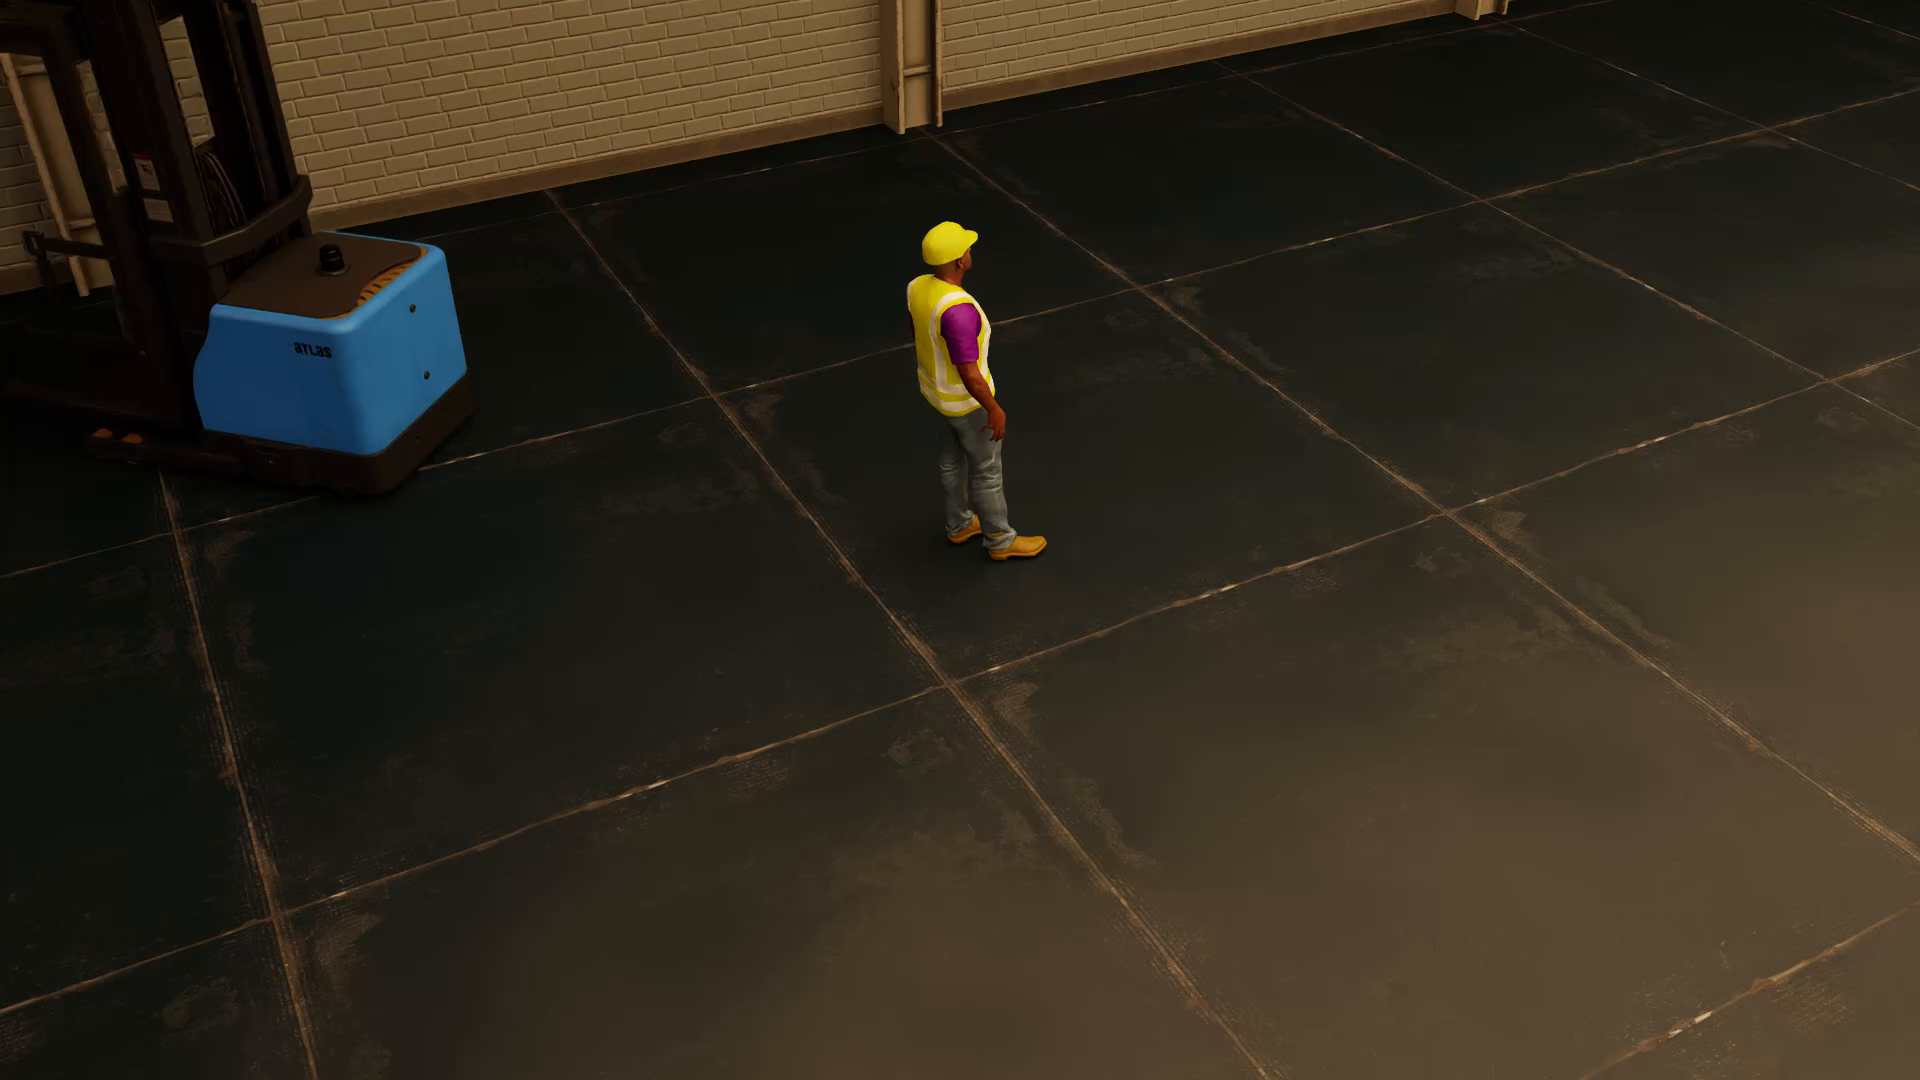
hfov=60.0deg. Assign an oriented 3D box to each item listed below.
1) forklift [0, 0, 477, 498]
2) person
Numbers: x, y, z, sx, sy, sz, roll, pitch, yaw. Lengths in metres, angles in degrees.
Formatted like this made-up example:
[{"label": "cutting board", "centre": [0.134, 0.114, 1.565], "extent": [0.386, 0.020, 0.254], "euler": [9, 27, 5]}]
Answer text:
[{"label": "forklift", "centre": [-4.372, -1.899, 8.810], "extent": [3.031, 2.935, 1.130], "euler": [9, 36, 13]}, {"label": "person", "centre": [0.064, -0.743, 8.170], "extent": [0.577, 1.765, 0.665], "euler": [-17, 39, -23]}]
